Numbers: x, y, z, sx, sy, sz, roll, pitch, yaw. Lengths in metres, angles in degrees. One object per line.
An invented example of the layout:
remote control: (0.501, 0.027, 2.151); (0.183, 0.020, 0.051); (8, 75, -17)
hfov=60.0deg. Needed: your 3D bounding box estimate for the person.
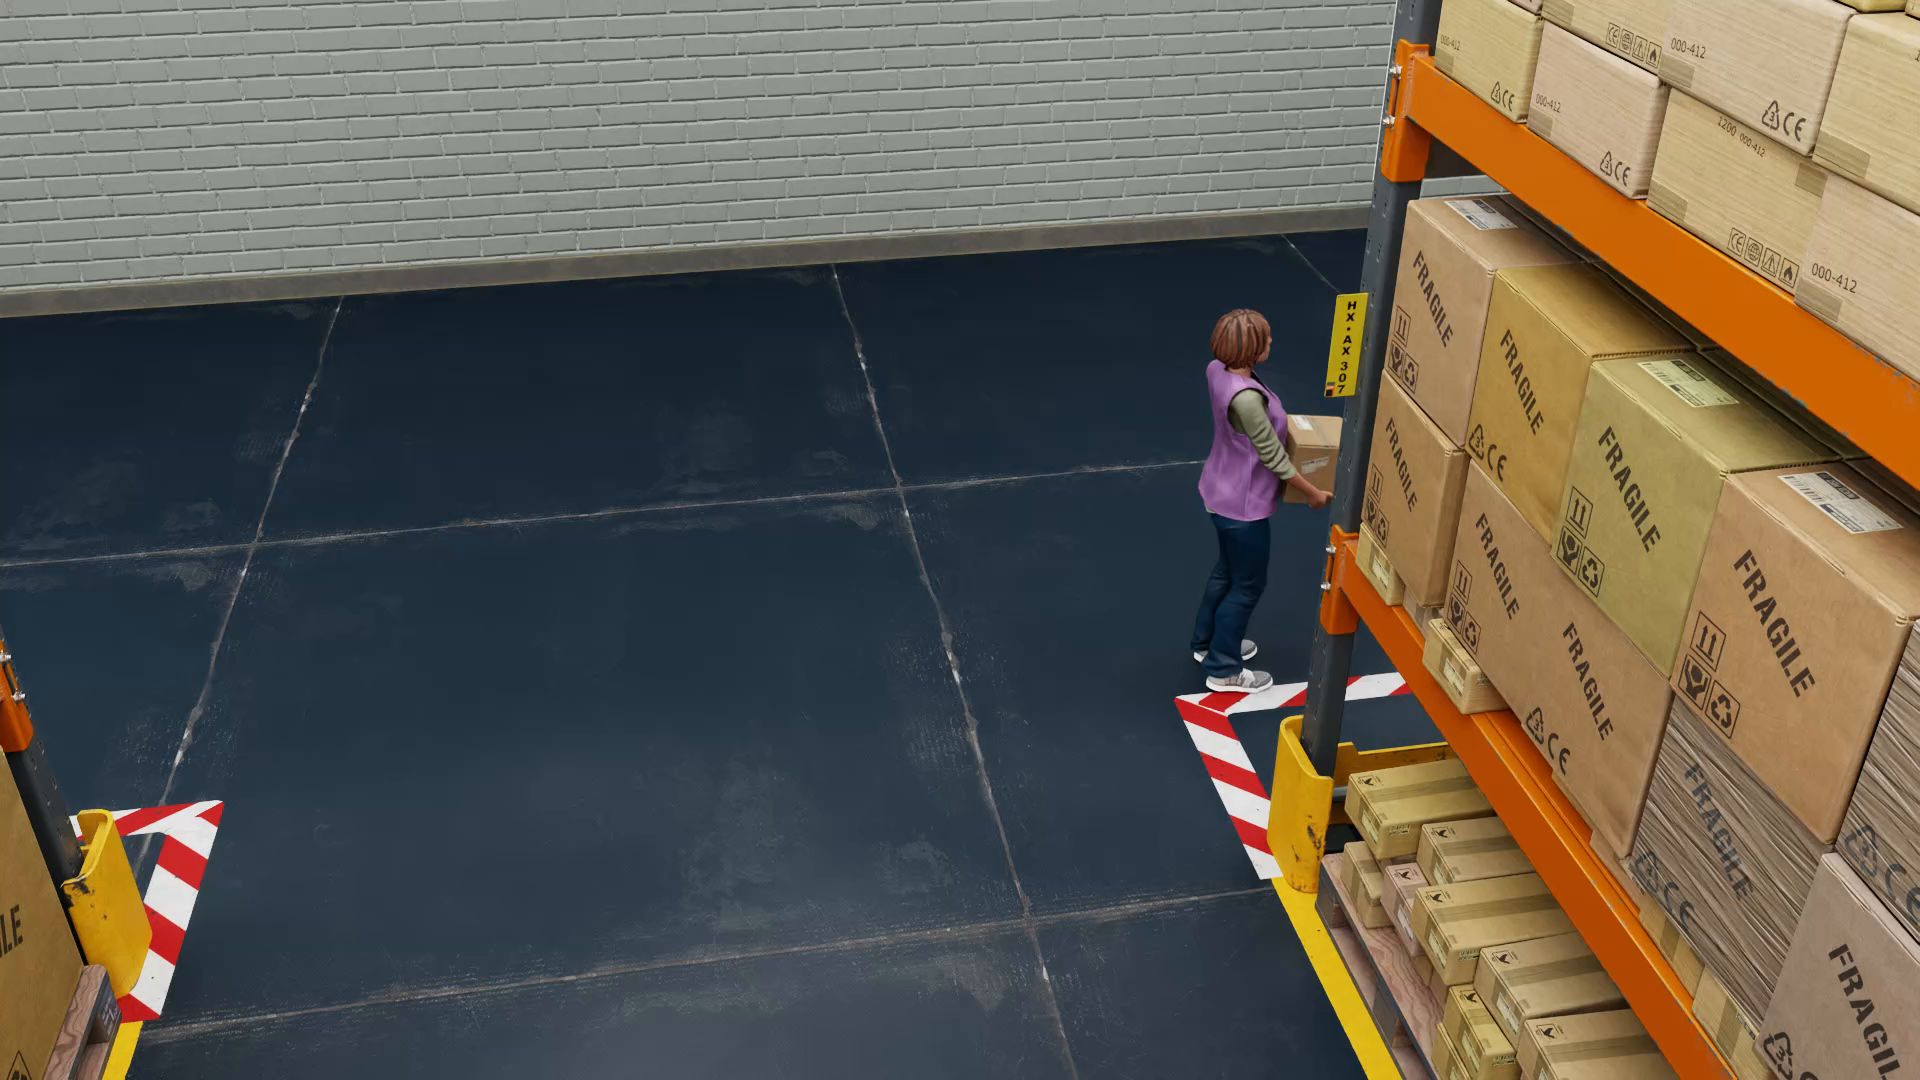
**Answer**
person: (1.161, -0.149, 6.395); (0.497, 1.588, 0.406); (-3, 31, -5)
